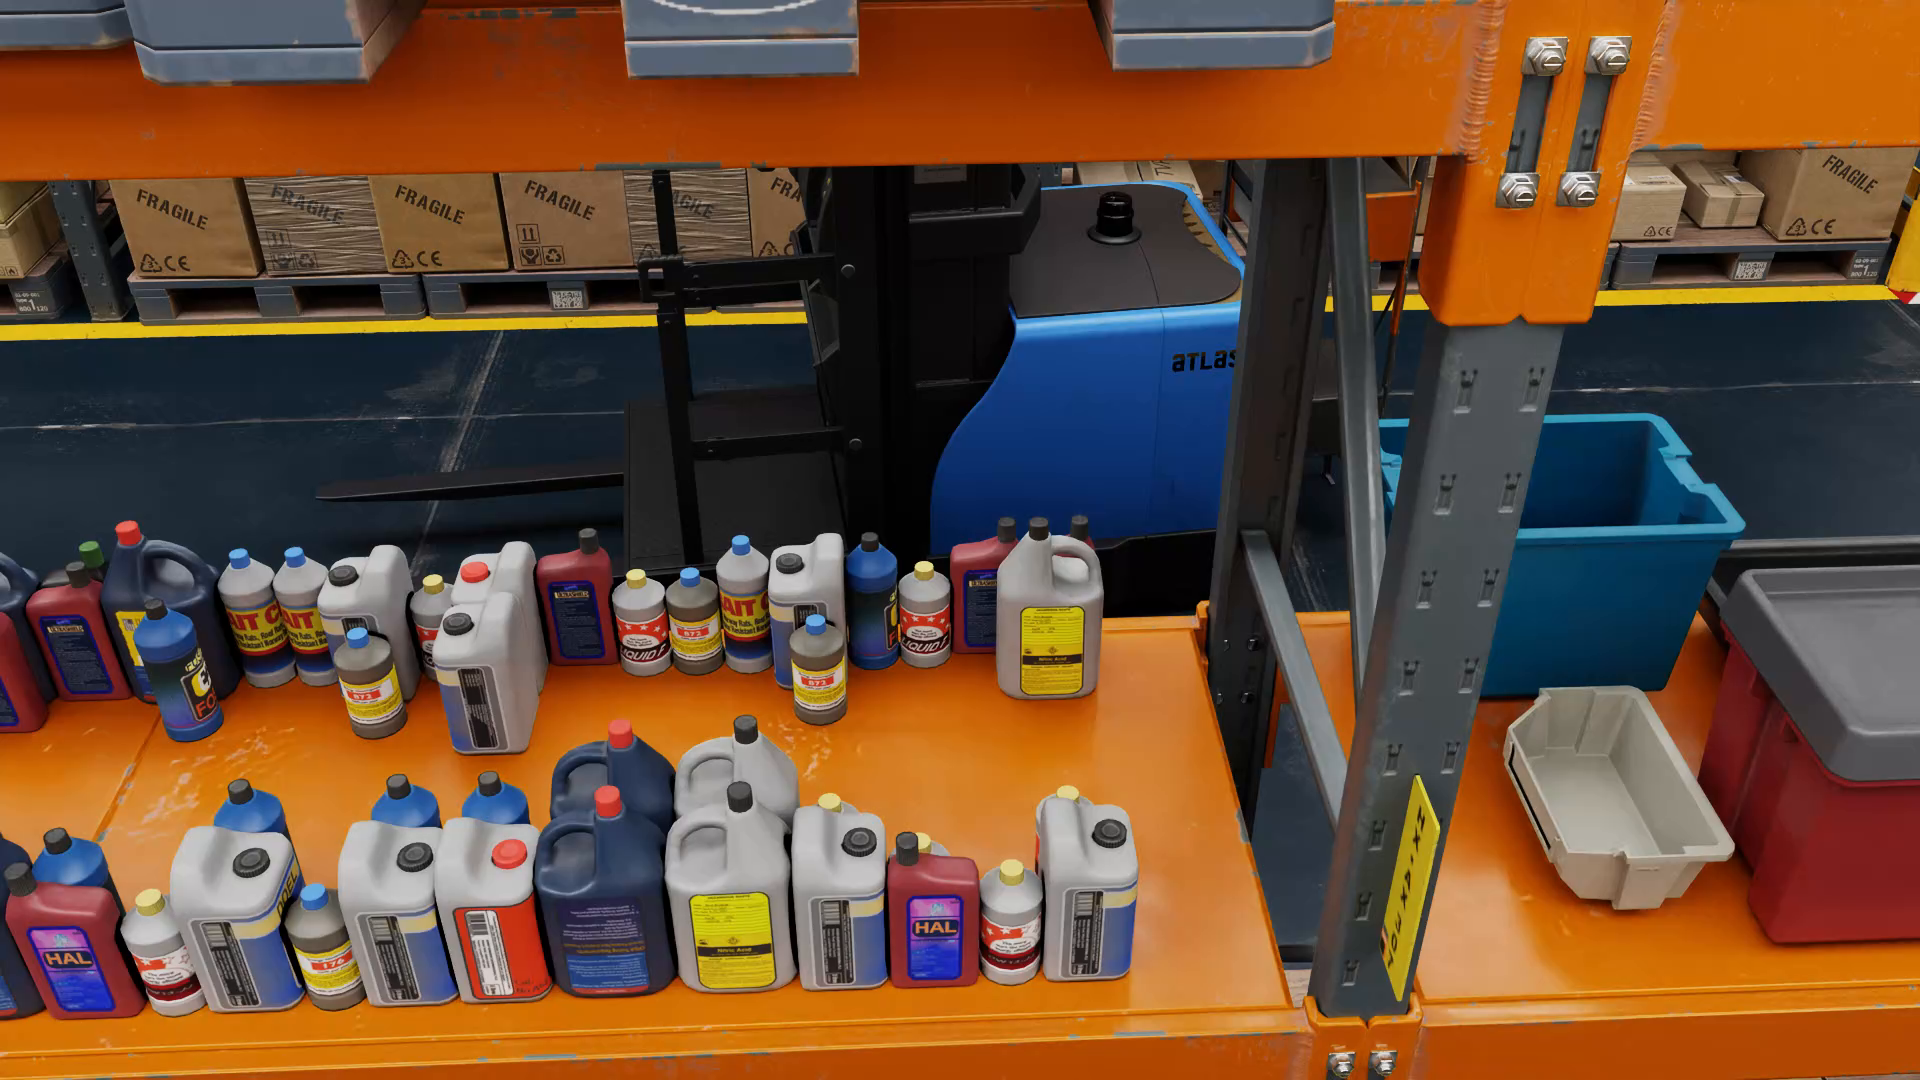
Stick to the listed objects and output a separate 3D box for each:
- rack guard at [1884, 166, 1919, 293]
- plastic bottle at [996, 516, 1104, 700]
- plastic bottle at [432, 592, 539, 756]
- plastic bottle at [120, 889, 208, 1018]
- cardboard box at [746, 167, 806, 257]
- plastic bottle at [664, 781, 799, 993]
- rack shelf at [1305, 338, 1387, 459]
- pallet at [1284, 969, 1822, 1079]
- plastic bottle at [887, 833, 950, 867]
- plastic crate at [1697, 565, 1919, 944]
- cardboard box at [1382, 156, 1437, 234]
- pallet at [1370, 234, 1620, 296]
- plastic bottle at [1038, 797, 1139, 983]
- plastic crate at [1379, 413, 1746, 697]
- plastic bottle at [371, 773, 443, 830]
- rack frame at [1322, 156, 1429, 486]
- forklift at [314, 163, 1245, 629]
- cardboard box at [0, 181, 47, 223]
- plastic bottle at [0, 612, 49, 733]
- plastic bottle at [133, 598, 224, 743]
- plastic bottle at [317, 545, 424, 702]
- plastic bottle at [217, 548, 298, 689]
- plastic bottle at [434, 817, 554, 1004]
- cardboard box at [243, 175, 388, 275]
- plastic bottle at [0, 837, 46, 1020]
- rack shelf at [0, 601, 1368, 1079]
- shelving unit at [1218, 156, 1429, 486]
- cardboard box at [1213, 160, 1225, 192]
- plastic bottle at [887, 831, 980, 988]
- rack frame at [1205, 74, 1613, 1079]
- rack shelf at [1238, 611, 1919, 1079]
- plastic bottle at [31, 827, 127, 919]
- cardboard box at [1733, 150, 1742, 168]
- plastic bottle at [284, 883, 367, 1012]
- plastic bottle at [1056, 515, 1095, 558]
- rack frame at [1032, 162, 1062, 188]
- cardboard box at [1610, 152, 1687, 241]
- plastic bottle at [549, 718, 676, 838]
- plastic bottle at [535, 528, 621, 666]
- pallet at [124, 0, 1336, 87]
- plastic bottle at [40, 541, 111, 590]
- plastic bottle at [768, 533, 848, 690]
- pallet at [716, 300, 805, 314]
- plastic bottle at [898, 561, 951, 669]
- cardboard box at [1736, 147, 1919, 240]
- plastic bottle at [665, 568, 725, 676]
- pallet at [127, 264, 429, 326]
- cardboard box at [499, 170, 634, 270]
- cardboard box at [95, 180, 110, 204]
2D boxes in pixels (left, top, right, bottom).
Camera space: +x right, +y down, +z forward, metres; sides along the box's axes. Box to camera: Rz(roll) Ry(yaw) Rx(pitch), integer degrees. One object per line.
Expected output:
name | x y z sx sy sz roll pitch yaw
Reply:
rack guard | 4.257 -1.628 7.664 0.348 0.500 1.175 -2 35 -2
plastic bottle | 0.161 0.112 2.996 0.185 0.351 0.144 -2 35 -2
plastic bottle | -0.830 0.224 2.900 0.135 0.276 0.152 -2 35 -2
plastic bottle | -1.159 0.593 2.431 0.097 0.201 0.097 0 35 0
cardboard box | -0.636 -1.519 7.119 0.500 0.500 0.500 -1 35 -2
plastic bottle | -0.334 0.496 2.440 0.185 0.351 0.144 -2 35 -2
rack shelf | 1.129 -0.388 5.719 0.480 0.518 0.431 -5 35 -8
pallet | 1.301 1.370 3.585 1.213 0.211 1.003 -2 35 -2
plastic bottle | -0.061 0.529 2.524 0.097 0.201 0.097 0 35 0
plastic crate | 1.472 0.333 2.524 0.583 0.464 0.402 -2 35 -2
cardboard box | 2.214 -1.758 7.462 0.637 0.503 0.797 -2 35 -2
pallet | 2.245 -1.456 7.669 1.213 0.211 1.003 -2 35 -2
plastic bottle | 0.190 0.511 2.485 0.135 0.276 0.152 -2 35 -2
plastic crate | 1.019 0.041 3.017 0.575 0.384 0.392 -2 35 -2
plastic bottle | -0.837 0.469 2.549 0.097 0.271 0.097 0 35 0
rack frame | 1.370 -0.997 5.346 0.015 2.100 0.400 -5 35 -8
forklift | -0.621 -1.147 4.832 3.031 2.935 1.130 -5 35 -8
cardboard box | -4.169 -1.561 6.925 0.500 0.311 0.500 -1 35 -1
plastic bottle | -1.710 0.214 2.908 0.133 0.283 0.061 -2 35 -2
plastic bottle | -1.373 0.220 2.909 0.097 0.271 0.097 0 35 0
plastic bottle | -1.069 0.143 3.016 0.135 0.276 0.152 -2 35 -2
plastic bottle | -1.283 0.135 3.032 0.097 0.271 0.097 0 35 0
plastic bottle | -0.679 0.534 2.452 0.135 0.276 0.152 -2 35 -2
cardboard box | -2.667 -1.463 7.038 0.500 0.500 0.500 -3 35 -4
plastic bottle | -1.435 0.526 2.397 0.185 0.351 0.144 -2 35 -2
rack shelf | -1.429 0.615 2.858 4.000 0.370 1.077 -2 35 -2
shelving unit | 1.129 -0.975 5.313 0.503 2.100 0.431 -5 35 -8
cardboard box | 1.265 -1.780 7.805 0.250 0.149 0.380 -2 35 -2
plastic bottle | -0.039 0.540 2.437 0.133 0.283 0.061 -2 35 -2
rack frame | 0.568 0.265 2.731 0.127 3.000 1.000 -2 35 -2
rack shelf | 2.566 0.507 3.013 4.000 0.370 1.077 -2 35 -2
plastic bottle | -1.295 0.533 2.456 0.097 0.271 0.097 0 35 0
cardboard box | 3.649 -1.852 7.893 0.250 0.166 0.380 -2 35 -2
plastic bottle | -0.928 0.587 2.440 0.097 0.201 0.097 0 35 0
plastic bottle | 0.182 0.081 3.100 0.133 0.283 0.061 -2 35 -2
rack frame | 0.338 -2.551 6.800 0.127 3.000 1.000 -2 35 -2
cardboard box | 2.851 -1.545 7.377 0.500 0.250 0.500 -2 35 -2
plastic bottle | -0.526 0.419 2.552 0.185 0.351 0.144 -2 35 -2
plastic bottle | -0.705 0.104 3.066 0.133 0.283 0.061 -2 35 -2
pallet | -0.210 -0.814 1.820 1.003 0.211 1.213 -2 35 -2
plastic bottle | -1.584 0.128 3.031 0.133 0.283 0.061 -2 35 -2
plastic bottle | -0.277 0.122 3.047 0.135 0.276 0.152 -2 35 -2
pallet | -0.473 -1.360 7.530 1.213 0.211 1.003 -2 35 -2
plastic bottle | -0.066 0.131 3.099 0.097 0.201 0.097 0 35 0
cardboard box | 3.802 -1.657 7.318 0.500 0.500 0.500 -2 35 -2
plastic bottle | -0.492 0.143 3.082 0.097 0.201 0.097 0 35 0
pallet | -2.910 -1.295 7.435 1.213 0.211 1.003 -2 35 -2
cardboard box | -1.645 -1.491 7.078 0.500 0.500 0.500 -3 35 -4
cardboard box | -4.195 -1.638 7.528 0.500 0.250 0.500 -2 35 -2
